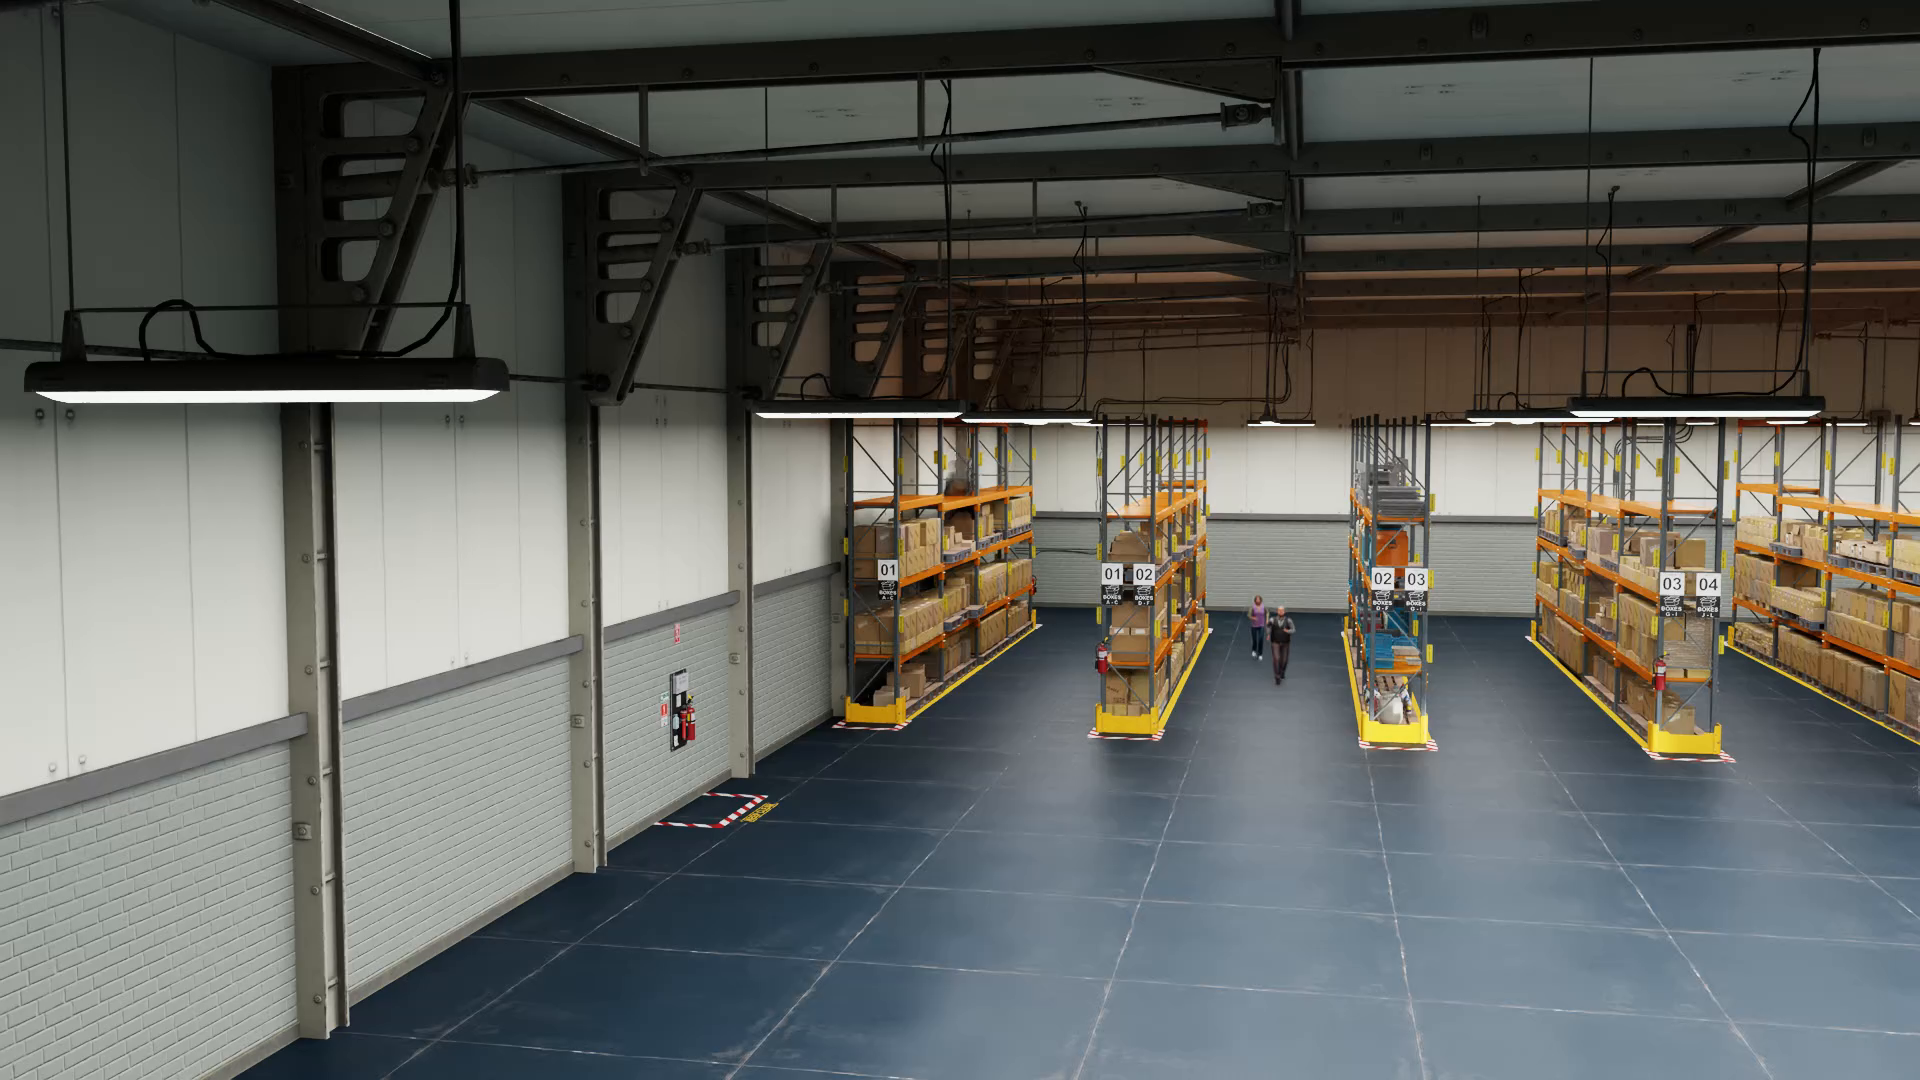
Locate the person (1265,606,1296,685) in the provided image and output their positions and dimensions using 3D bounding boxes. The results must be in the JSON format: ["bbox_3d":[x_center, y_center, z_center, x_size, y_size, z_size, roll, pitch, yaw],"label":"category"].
[{"bbox_3d":[7.214,2.345,37.427,0.652,1.716,0.960,0,4,4],"label":"person"}]

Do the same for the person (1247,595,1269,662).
[{"bbox_3d":[7.397,2.174,41.279,0.556,1.635,0.751,0,4,5],"label":"person"}]
